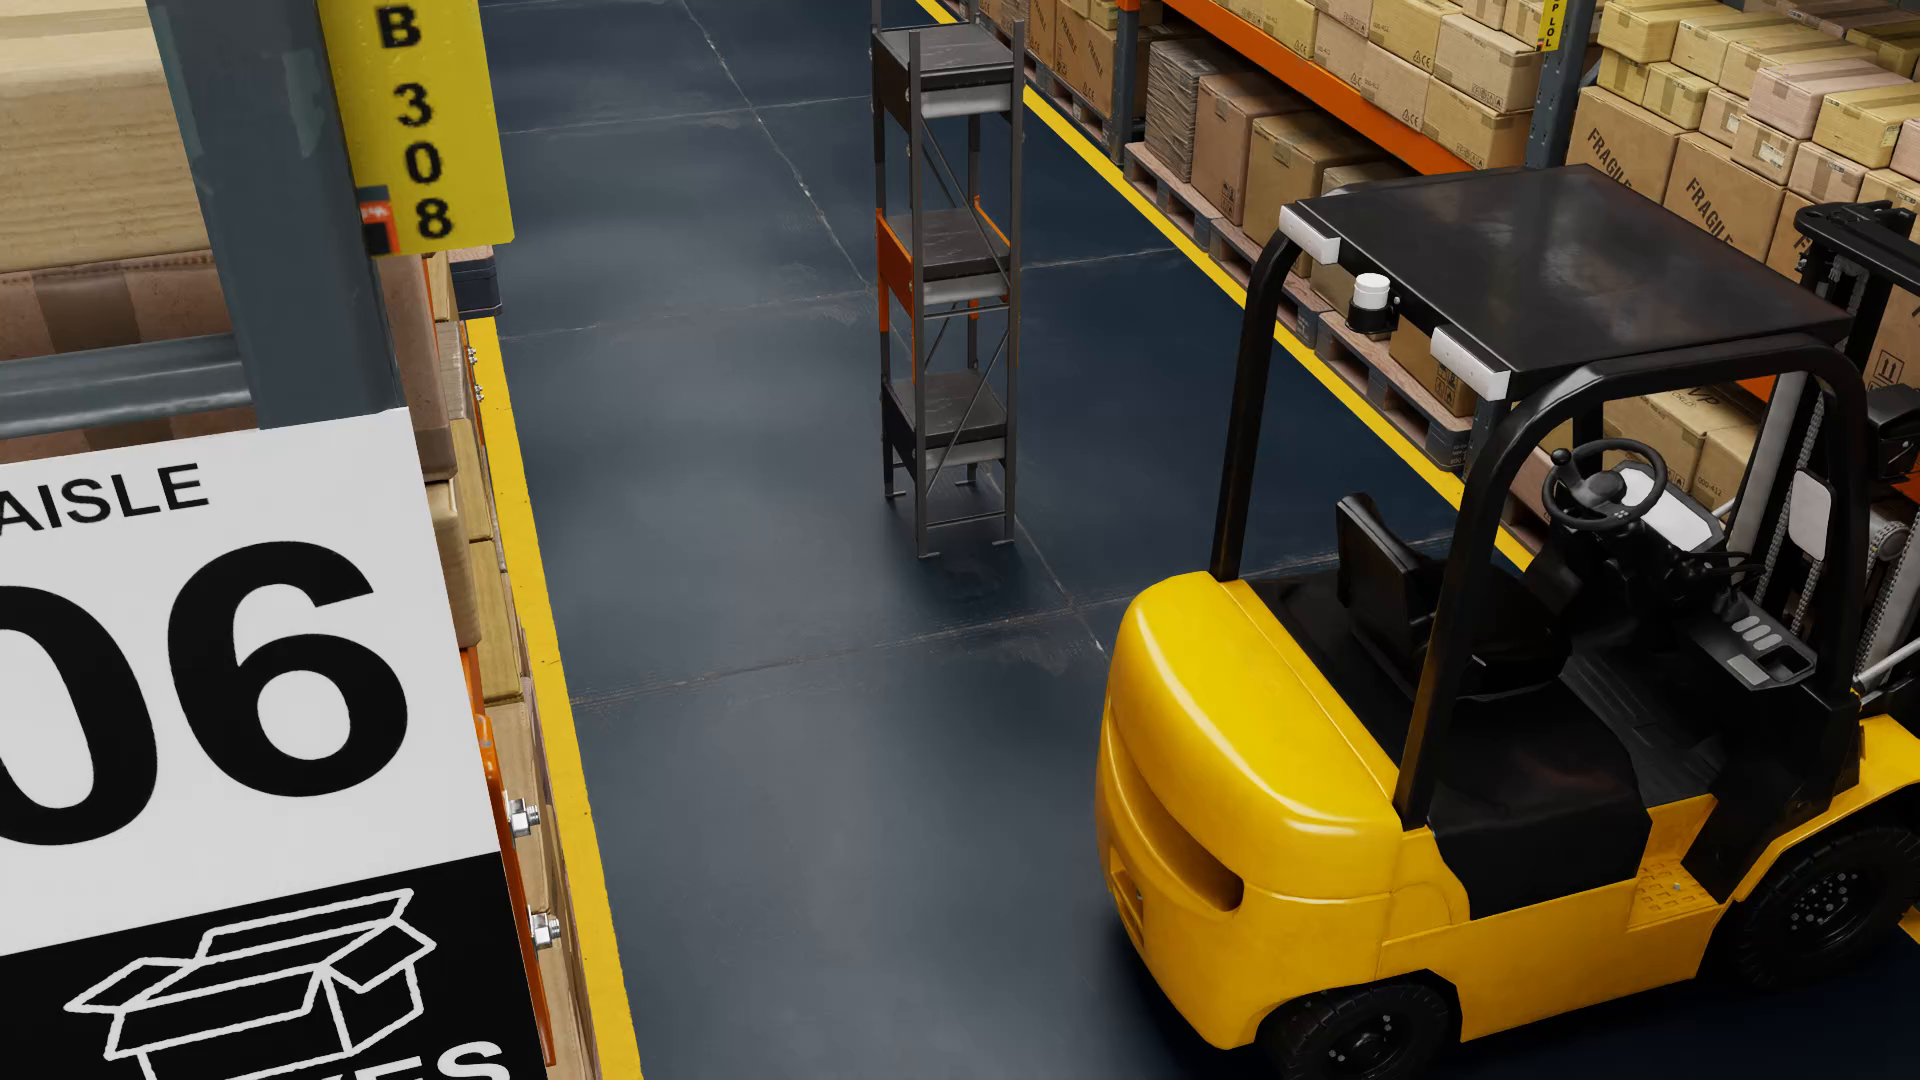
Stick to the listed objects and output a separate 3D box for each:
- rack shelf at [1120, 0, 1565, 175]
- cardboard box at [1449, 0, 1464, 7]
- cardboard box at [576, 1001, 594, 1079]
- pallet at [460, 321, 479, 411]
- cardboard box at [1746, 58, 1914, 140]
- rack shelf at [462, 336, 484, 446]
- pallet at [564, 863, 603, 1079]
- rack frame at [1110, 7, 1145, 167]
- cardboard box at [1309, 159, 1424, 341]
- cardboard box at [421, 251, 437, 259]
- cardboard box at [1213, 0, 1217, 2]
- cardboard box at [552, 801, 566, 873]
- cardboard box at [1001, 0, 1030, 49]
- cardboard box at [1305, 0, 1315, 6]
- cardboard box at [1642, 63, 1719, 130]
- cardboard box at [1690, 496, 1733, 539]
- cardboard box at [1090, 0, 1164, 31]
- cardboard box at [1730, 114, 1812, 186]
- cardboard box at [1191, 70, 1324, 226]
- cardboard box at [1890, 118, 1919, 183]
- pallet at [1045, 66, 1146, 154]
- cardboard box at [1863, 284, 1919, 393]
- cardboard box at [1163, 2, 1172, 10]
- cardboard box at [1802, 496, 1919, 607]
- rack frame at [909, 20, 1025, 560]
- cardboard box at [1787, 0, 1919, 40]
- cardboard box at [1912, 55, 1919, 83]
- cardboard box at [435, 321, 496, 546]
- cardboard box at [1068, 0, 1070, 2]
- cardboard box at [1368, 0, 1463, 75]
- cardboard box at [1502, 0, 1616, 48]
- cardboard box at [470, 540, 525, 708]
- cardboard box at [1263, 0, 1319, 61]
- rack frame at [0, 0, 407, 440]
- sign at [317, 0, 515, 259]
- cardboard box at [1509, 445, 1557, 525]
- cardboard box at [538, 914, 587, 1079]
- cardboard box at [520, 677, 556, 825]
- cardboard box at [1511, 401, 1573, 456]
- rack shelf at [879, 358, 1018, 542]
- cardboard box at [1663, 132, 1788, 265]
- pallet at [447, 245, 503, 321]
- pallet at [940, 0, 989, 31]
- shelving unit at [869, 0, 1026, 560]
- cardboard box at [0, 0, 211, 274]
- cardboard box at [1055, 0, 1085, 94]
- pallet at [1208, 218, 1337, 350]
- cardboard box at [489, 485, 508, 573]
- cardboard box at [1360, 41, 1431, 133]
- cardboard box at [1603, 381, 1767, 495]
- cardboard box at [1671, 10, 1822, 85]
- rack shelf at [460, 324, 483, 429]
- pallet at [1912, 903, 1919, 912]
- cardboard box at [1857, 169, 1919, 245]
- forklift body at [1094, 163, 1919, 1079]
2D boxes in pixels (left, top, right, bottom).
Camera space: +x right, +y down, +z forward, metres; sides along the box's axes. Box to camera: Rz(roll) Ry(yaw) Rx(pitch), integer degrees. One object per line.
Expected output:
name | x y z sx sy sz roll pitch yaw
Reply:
rack shelf | 2.033 -2.307 8.173 1.077 0.370 4.000 -10 35 -15
cardboard box | 2.207 -2.281 6.803 0.380 0.149 0.250 -10 35 -15
cardboard box | -1.017 1.282 3.521 0.500 0.500 0.500 -11 35 -17
pallet | -2.697 -0.607 7.478 1.003 0.211 1.213 -10 35 -15
cardboard box | 2.691 -1.370 5.153 0.380 0.149 0.250 -9 35 -14
rack shelf | -1.472 0.630 3.729 1.077 0.370 4.000 -10 35 -15
pallet | -1.468 1.431 4.393 1.003 0.211 1.213 -10 35 -15
rack frame | 1.423 -3.657 9.564 1.000 3.000 0.127 -10 35 -15
cardboard box | 2.244 -1.423 7.955 0.875 0.625 0.625 -10 35 -15
cardboard box | -0.906 -0.508 1.944 0.500 0.250 0.500 -11 35 -15
cardboard box | 1.475 -3.056 8.790 0.500 0.250 0.500 -11 35 -16
cardboard box | -1.474 0.794 4.940 0.500 0.250 0.500 -11 35 -16
cardboard box | 0.609 -3.784 11.642 0.500 0.500 0.500 -11 35 -16
cardboard box | 1.800 -2.724 7.835 0.500 0.250 0.500 -10 35 -14
cardboard box | 2.571 -1.522 5.654 0.380 0.149 0.250 -9 35 -14
cardboard box | 2.795 0.042 5.625 0.500 0.250 0.500 -10 35 -15
cardboard box | 1.031 -3.277 10.287 0.380 0.149 0.250 -12 35 -17
cardboard box | 2.681 -1.248 5.239 0.380 0.149 0.250 -9 35 -14
cardboard box | 1.807 -2.170 9.087 0.875 0.625 0.625 -9 34 -13
cardboard box | 2.927 -1.113 4.765 0.380 0.149 0.250 -10 35 -15
pallet | 1.232 -2.892 10.936 1.003 0.211 1.213 -10 35 -15
cardboard box | 2.994 -0.518 4.723 0.500 0.500 0.500 -10 35 -14
cardboard box | 1.431 -3.319 10.939 0.500 0.500 0.500 -10 35 -15
cardboard box | 2.954 0.111 5.068 0.500 0.250 0.500 -11 35 -16
rack frame | 0.024 -0.835 6.109 0.400 2.100 0.015 -10 35 -15
cardboard box | 3.066 -1.738 5.711 0.380 0.149 0.250 -11 35 -16
cardboard box | 3.295 -1.481 5.321 0.380 0.149 0.250 -11 35 -16
cardboard box | -1.384 -0.154 3.902 0.500 0.500 0.500 -9 35 -13
cardboard box | 0.880 -3.561 10.716 0.380 0.149 0.250 -11 35 -16
cardboard box | 2.086 -2.187 7.021 0.500 0.250 0.500 -11 35 -16
cardboard box | 2.328 -2.012 6.394 0.380 0.149 0.250 -9 34 -13
cardboard box | -1.060 0.380 3.094 0.500 0.500 0.500 -11 35 -16
cardboard box | 1.795 -2.514 7.970 0.500 0.250 0.500 -9 34 -13
rack frame | -0.862 -1.123 0.288 1.000 3.000 0.127 -10 35 -15
sign | -0.346 -0.328 1.012 0.100 0.325 0.005 -10 35 -15
cardboard box | 2.476 -0.276 6.560 0.500 0.250 0.500 -10 35 -14
cardboard box | -0.743 0.918 2.279 0.500 0.500 0.500 -11 35 -15
cardboard box | -1.333 0.738 4.345 0.500 0.500 0.500 -8 34 -12
cardboard box | 2.497 -0.488 6.427 0.500 0.250 0.500 -10 35 -15
rack shelf | -0.050 -0.368 6.696 0.431 0.518 0.480 -10 35 -15
cardboard box | 2.705 -1.051 5.530 0.500 0.500 0.500 -9 35 -14
pallet | -2.177 -1.066 5.817 1.003 0.211 1.213 -10 35 -15
pallet | 0.487 -4.173 12.874 1.003 0.211 1.213 -10 35 -15
shelving unit | -0.050 -0.963 6.303 0.431 2.100 0.503 -10 35 -15
cardboard box | -0.777 -0.321 1.298 0.380 0.149 0.250 -10 35 -15
cardboard box | 0.947 -3.240 10.819 0.500 0.500 0.500 -11 35 -15
pallet | 2.006 -1.416 8.701 1.003 0.211 1.213 -10 35 -15
cardboard box | -1.646 0.204 5.153 0.500 0.500 0.500 -10 35 -15
cardboard box | 2.082 -1.978 7.159 0.500 0.250 0.500 -10 35 -15
cardboard box | 2.639 -0.426 5.879 0.500 0.250 0.500 -10 35 -15
cardboard box | 2.641 -1.657 5.588 0.380 0.149 0.250 -9 35 -14
rack shelf | -2.693 -1.471 6.907 1.077 0.370 4.000 -10 35 -15
pallet | 3.222 0.672 5.541 1.003 0.211 1.213 -10 35 -15
cardboard box | 2.853 -0.981 4.835 0.380 0.149 0.250 -11 35 -16
forklift body | 1.548 0.208 4.484 2.313 2.155 1.214 -10 35 -15
